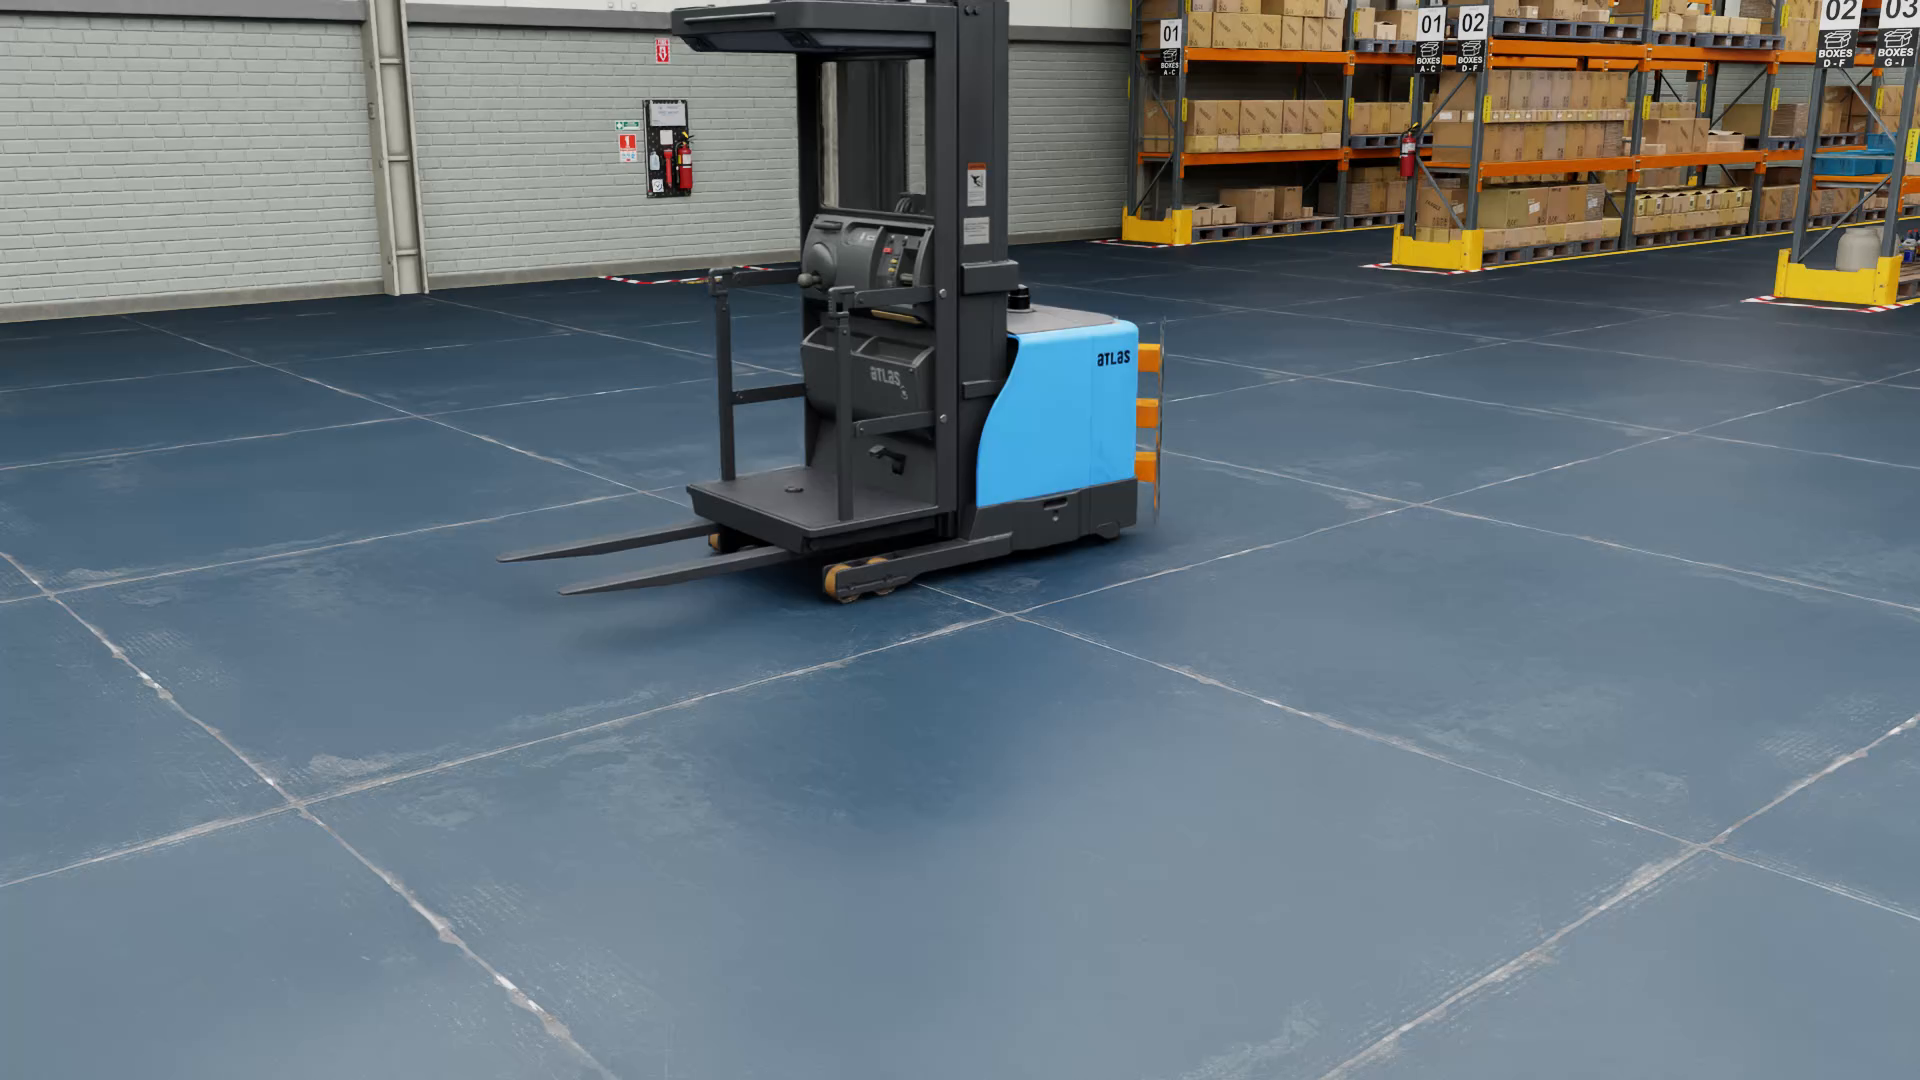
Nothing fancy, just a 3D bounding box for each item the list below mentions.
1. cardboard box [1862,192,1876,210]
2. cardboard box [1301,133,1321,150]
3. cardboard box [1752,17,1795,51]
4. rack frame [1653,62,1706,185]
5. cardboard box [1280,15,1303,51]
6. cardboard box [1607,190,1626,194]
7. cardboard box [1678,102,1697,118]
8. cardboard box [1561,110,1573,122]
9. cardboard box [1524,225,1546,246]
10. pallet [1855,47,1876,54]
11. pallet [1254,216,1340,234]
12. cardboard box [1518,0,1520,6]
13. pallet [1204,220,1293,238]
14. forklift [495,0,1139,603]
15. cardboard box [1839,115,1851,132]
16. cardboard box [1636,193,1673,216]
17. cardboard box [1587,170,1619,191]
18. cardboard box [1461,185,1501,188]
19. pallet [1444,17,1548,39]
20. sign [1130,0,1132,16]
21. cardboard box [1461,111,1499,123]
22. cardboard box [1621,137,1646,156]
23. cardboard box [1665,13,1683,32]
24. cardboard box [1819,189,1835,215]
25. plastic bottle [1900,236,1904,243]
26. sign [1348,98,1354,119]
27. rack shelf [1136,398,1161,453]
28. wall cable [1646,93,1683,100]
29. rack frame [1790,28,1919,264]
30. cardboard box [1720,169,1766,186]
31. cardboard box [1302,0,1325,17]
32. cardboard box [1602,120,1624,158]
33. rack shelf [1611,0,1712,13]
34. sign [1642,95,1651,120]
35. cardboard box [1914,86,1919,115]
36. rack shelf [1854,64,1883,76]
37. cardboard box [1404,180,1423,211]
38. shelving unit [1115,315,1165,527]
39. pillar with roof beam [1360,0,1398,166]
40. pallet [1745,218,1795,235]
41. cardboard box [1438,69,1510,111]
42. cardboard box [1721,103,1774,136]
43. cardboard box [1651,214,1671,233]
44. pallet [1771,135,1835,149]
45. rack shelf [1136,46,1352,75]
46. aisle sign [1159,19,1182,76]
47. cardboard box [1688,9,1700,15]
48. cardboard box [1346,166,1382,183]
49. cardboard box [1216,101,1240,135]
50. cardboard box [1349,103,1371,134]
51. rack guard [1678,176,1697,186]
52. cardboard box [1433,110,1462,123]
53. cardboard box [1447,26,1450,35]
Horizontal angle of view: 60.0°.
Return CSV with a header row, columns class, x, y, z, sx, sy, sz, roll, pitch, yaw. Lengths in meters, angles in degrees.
class,x,y,z,sx,sy,sz,roll,pitch,yaw
cardboard box,15.676,-5.965,29.126,0.500,0.311,0.500,-13,19,-39
cardboard box,5.388,-6.346,26.448,0.500,0.250,0.500,-13,19,-39
cardboard box,12.507,-7.923,26.092,0.500,0.500,0.910,-13,19,-39
rack frame,14.980,-8.664,34.872,0.127,3.000,1.000,-13,19,-39
cardboard box,4.926,-7.820,25.669,0.500,0.500,0.500,-14,20,-41
cardboard box,9.688,-5.026,24.683,0.500,0.311,0.500,-12,19,-38
cardboard box,14.602,-8.720,34.503,0.700,0.700,0.980,-12,19,-37
cardboard box,7.961,-5.681,22.254,0.250,0.149,0.380,-12,19,-38
cardboard box,7.468,-4.082,22.232,0.500,0.250,0.500,-13,19,-39
pallet,14.679,-8.284,28.002,1.003,0.211,1.213,-13,19,-39
pallet,5.444,-5.163,27.170,1.213,0.211,1.003,-13,19,-39
cardboard box,7.280,-7.007,21.945,0.500,0.311,0.500,-10,18,-33
pallet,4.524,-4.955,26.392,1.213,0.211,1.003,-13,19,-39
forklift,-0.590,-1.297,7.424,3.031,2.935,1.130,-11,19,-37
cardboard box,15.426,-7.205,29.219,0.500,0.500,0.500,-12,19,-38
cardboard box,10.039,-4.918,24.276,0.500,0.311,0.500,-13,20,-40
cardboard box,12.594,-7.088,33.004,0.500,0.500,0.700,-12,19,-39
cardboard box,7.119,-4.547,22.523,0.500,0.500,0.500,-13,19,-39
pallet,6.715,-6.511,21.171,1.213,0.211,1.003,-13,19,-39
sign,2.561,-7.942,24.641,0.005,0.325,0.100,-13,19,-39
cardboard box,6.602,-5.376,21.113,0.250,0.149,0.380,-13,20,-40
cardboard box,9.525,-5.687,24.017,0.500,0.250,0.500,-11,19,-36
cardboard box,10.066,-7.443,23.966,0.500,0.250,0.500,14,20,42
cardboard box,14.276,-5.721,27.847,0.500,0.500,0.500,-12,19,-39
plastic bottle,11.255,-3.495,19.932,0.133,0.283,0.061,-12,19,-37
sign,6.290,-6.945,26.760,0.005,0.325,0.100,-13,19,-39
rack shelf,0.897,-0.595,8.483,0.240,0.259,0.215,3,15,11
wall cable,15.325,-9.556,36.243,1.851,1.984,0.084,-13,19,-39
rack frame,9.414,-4.025,17.505,0.127,3.000,1.000,-13,19,-39
cardboard box,12.791,-5.926,27.163,0.500,0.250,0.500,-12,19,-37
cardboard box,5.319,-8.388,25.858,0.500,0.500,0.500,-11,19,-36
cardboard box,8.852,-5.639,23.355,0.500,0.500,0.700,-13,20,-41
rack shelf,13.472,-10.683,32.974,4.000,0.370,1.077,-13,19,-39
sign,9.548,-6.016,23.129,0.005,0.325,0.100,-13,19,-39
cardboard box,16.535,-7.753,29.333,0.500,0.500,0.500,-13,20,-41
rack shelf,16.726,-8.463,29.702,4.000,0.370,1.077,-13,19,-39
cardboard box,7.615,-6.027,28.992,0.500,0.500,0.700,-13,20,-40
shelving unit,0.897,-0.605,8.480,0.252,1.050,0.215,3,15,11
pillar with roof beam,10.223,-9.317,25.693,0.400,9.000,9.100,-13,19,-39
pallet,12.788,-5.117,26.997,1.213,0.211,1.003,-13,19,-39
cardboard box,6.565,-5.750,21.257,0.500,0.500,0.700,-13,19,-39
cardboard box,12.601,-6.725,26.605,0.700,0.500,0.500,8,17,28
cardboard box,10.036,-4.648,24.353,0.500,0.250,0.500,-12,19,-38
pallet,13.664,-6.582,27.452,1.213,0.211,1.003,-13,19,-39
rack shelf,4.419,-7.394,25.699,4.000,0.370,1.077,-13,19,-39
aisle sign,3.053,-7.139,24.125,0.004,0.787,0.394,-13,19,-39
cardboard box,14.607,-10.477,33.678,0.500,0.500,0.500,-13,20,-40
cardboard box,6.802,-6.201,28.192,0.500,0.250,0.500,-13,20,-41
cardboard box,3.847,-6.357,25.035,0.500,0.500,0.500,-13,19,-39
cardboard box,6.334,-6.971,27.490,0.500,0.500,0.700,-13,19,-39
rack guard,14.998,-7.460,35.210,0.348,0.500,1.175,-13,19,-39
cardboard box,6.328,-5.453,21.402,0.250,0.149,0.380,-13,20,-40
cardboard box,8.251,-8.739,29.107,0.500,0.500,0.500,-13,19,-39
